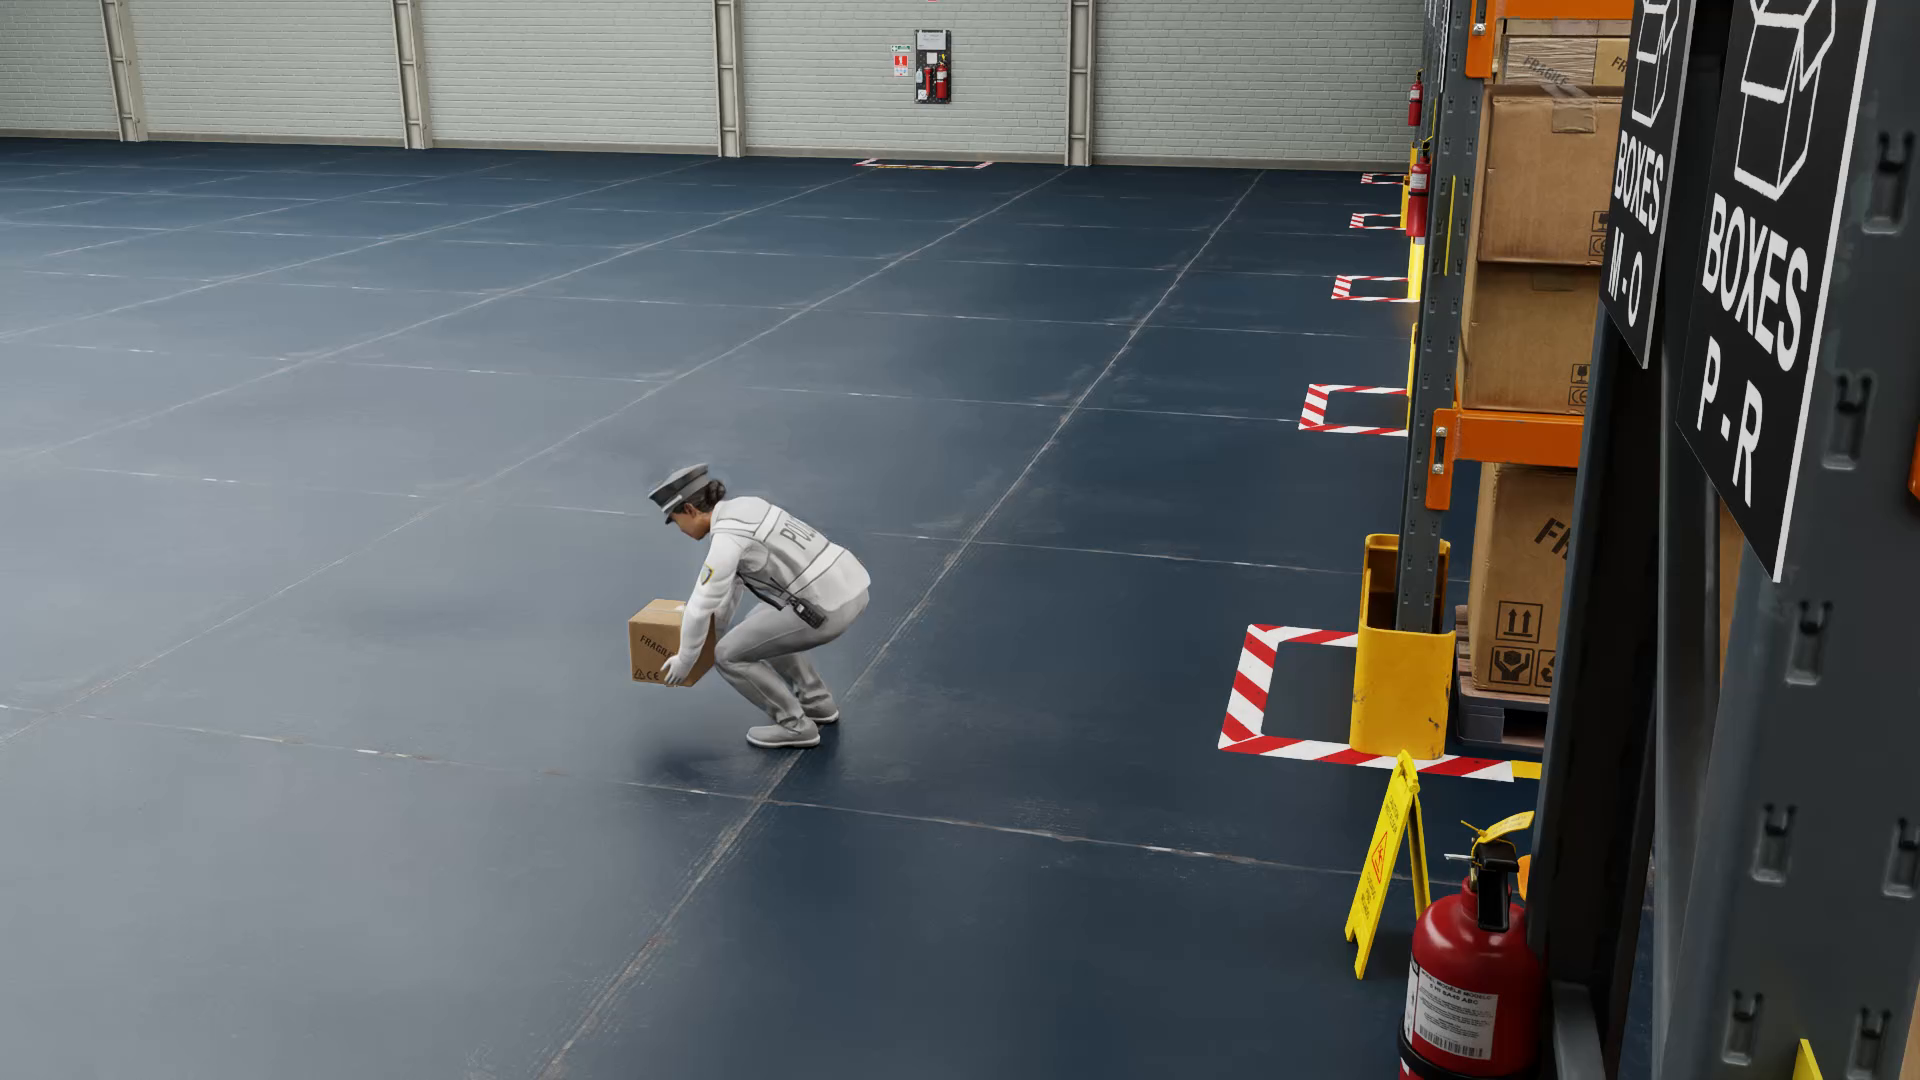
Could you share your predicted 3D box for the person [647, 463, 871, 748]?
[{"bbox_3d":[-0.759,0.239,6.284,0.815,1.073,0.505,5,19,13],"label":"person"}]
